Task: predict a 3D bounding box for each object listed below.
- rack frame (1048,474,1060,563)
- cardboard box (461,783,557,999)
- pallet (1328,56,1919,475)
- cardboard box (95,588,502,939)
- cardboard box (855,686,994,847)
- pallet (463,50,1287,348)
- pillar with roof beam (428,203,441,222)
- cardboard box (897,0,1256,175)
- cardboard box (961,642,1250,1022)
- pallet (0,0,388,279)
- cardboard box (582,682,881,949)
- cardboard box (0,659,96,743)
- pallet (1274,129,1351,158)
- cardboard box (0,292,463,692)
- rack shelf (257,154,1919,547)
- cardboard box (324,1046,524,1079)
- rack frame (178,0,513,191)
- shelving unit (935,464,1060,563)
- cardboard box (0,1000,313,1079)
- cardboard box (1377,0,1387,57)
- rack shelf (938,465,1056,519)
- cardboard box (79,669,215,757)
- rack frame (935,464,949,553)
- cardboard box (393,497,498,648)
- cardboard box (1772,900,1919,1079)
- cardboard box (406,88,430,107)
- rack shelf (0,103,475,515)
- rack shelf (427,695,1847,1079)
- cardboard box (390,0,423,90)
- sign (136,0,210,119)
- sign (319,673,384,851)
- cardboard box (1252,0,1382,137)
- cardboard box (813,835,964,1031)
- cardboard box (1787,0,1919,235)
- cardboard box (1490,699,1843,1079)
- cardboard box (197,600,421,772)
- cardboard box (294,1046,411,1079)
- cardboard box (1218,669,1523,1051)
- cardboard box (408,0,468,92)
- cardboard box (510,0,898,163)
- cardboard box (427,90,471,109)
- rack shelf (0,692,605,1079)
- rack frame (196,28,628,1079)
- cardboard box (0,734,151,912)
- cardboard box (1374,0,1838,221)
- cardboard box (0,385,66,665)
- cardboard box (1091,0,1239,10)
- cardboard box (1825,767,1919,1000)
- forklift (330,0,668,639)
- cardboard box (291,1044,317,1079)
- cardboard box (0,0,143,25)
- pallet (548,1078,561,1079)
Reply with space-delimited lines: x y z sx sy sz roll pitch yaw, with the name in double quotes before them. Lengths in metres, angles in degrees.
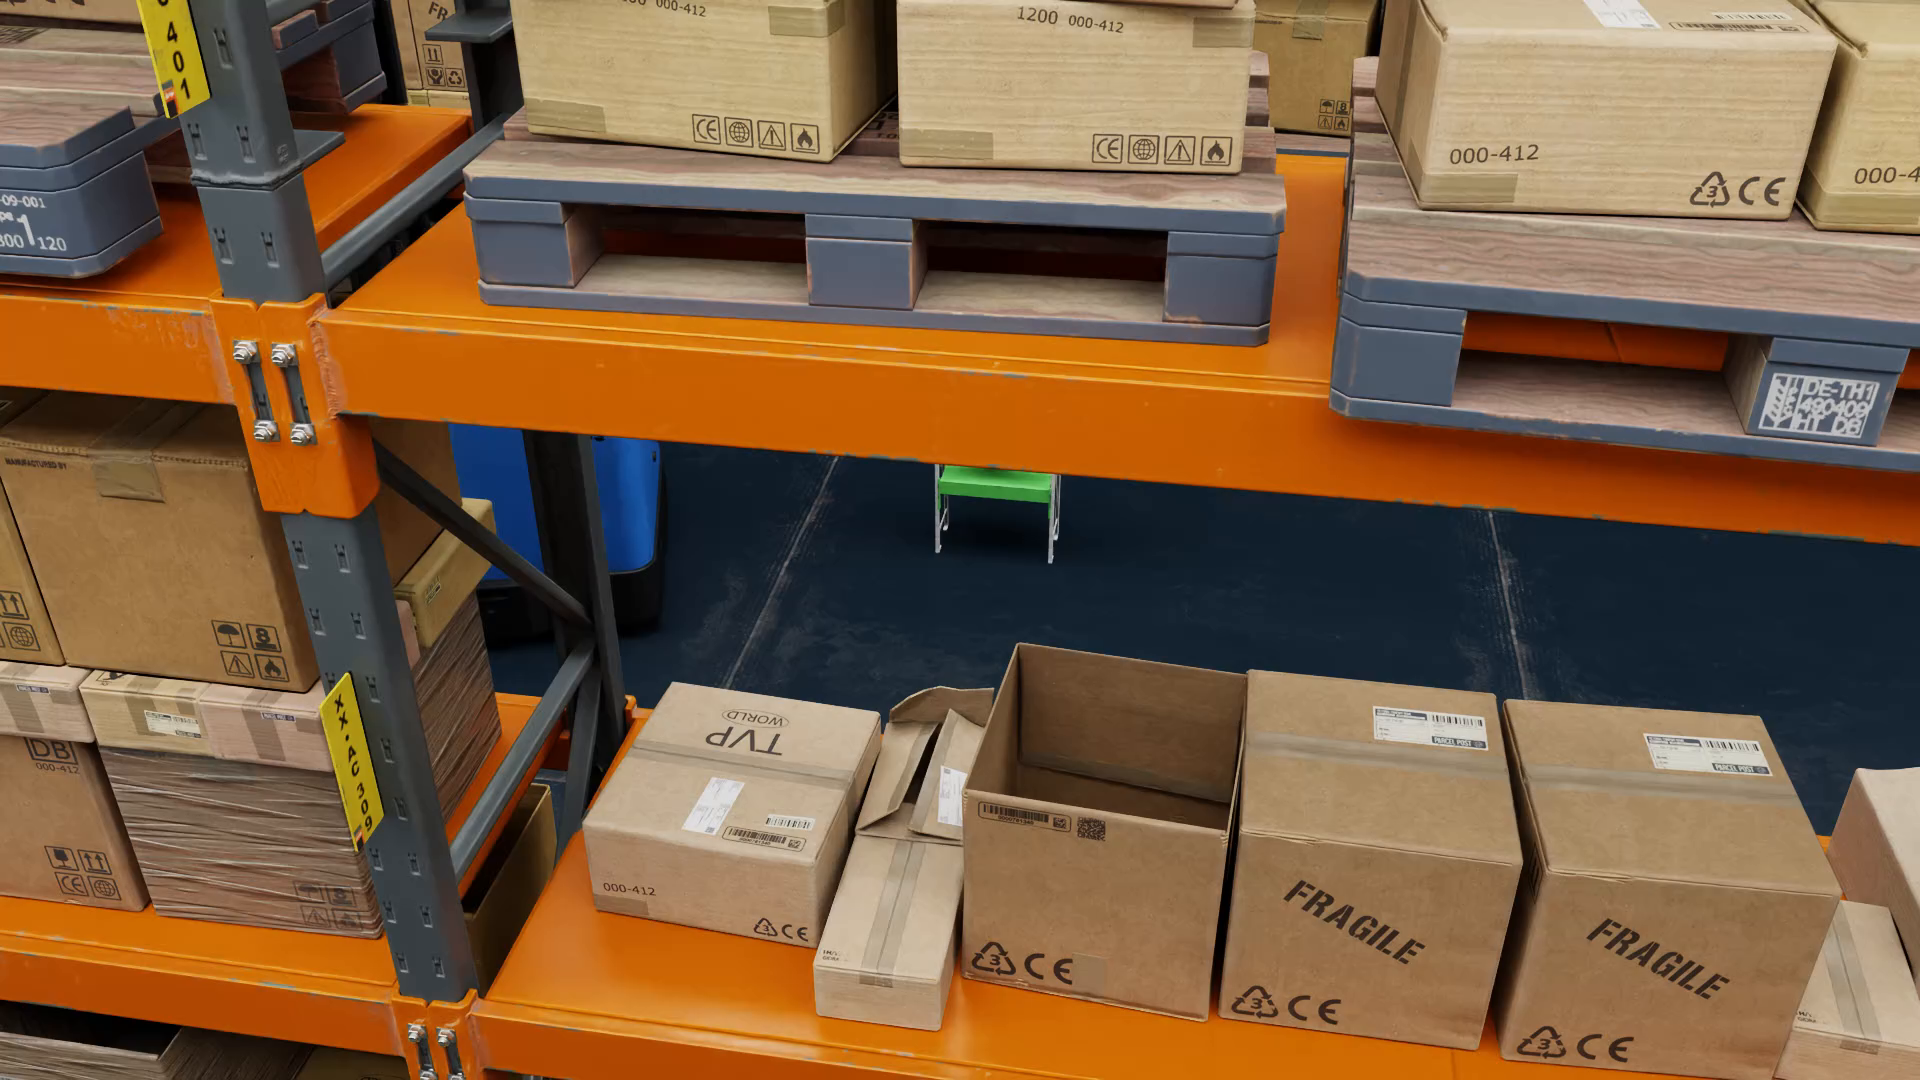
"rack frame" 0.404 -0.472 6.873 0.015 1.200 0.240 5 32 8
"cardboard box" -1.374 0.966 4.369 0.500 0.500 0.500 5 32 8
"pallet" 1.186 -0.445 2.485 1.213 0.211 1.003 7 33 10
"cardboard box" -1.408 0.422 3.654 0.500 0.500 0.700 4 32 7
"cardboard box" -0.072 0.541 3.686 0.258 0.266 0.396 4 32 7
"pallet" -0.098 -0.617 2.762 1.217 0.209 0.805 4 32 6
"pillar with roof beam" -3.972 -3.128 3.766 0.400 9.000 9.100 5 32 8
"cardboard box" 0.178 -0.777 2.583 0.500 0.250 0.500 2 32 3
"cardboard box" 0.304 0.583 3.397 0.500 0.500 0.500 7 33 12
"pallet" -1.815 -0.795 2.950 1.213 0.211 1.003 5 32 8
"cardboard box" -0.477 0.586 3.628 0.500 0.250 0.500 7 33 11
"cardboard box" -1.776 0.226 3.355 0.250 0.149 0.380 4 32 7
"pallet" 1.845 -1.807 7.490 1.213 0.211 1.003 5 32 8
"cardboard box" -1.408 -0.127 3.309 0.500 0.500 0.700 5 32 8
"rack shelf" 1.002 -0.287 2.732 4.000 0.370 1.077 5 32 8
"cardboard box" -1.376 1.289 4.560 0.500 0.250 0.500 5 32 8
"rack frame" -0.970 -2.042 2.030 0.127 3.000 1.000 5 32 8
"shelving unit" 0.163 -0.494 6.908 0.503 1.200 0.258 5 32 8
"cardboard box" -1.955 1.193 4.006 0.500 0.500 0.500 5 32 8
"cardboard box" 2.106 -2.098 7.266 0.500 0.500 0.700 5 32 8
"rack shelf" 0.163 -0.236 7.069 0.480 0.148 0.258 5 32 8
"cardboard box" -1.517 0.249 3.320 0.250 0.149 0.380 5 32 7
"rack frame" -0.077 -0.516 6.943 0.015 1.200 0.240 5 32 8
"cardboard box" -1.202 0.059 3.624 0.250 0.149 0.380 5 32 8
"cardboard box" 1.707 0.880 3.253 0.250 0.149 0.380 8 33 12
"cardboard box" -2.640 -2.095 7.892 0.500 0.250 0.500 5 32 7
"rack shelf" -2.941 -0.644 3.302 4.000 0.370 1.077 5 32 8
"rack shelf" 1.002 0.985 3.528 4.000 0.370 1.077 5 32 8
"cardboard box" -2.669 -2.411 7.691 0.500 0.500 0.500 4 32 7
"sign" -1.062 -0.733 2.204 0.005 0.325 0.100 5 32 8
"sign" -1.062 0.391 2.907 0.005 0.325 0.100 5 32 8
"cardboard box" 1.560 -2.159 7.364 0.500 0.500 0.700 10 33 15
"cardboard box" -0.131 0.794 3.392 0.250 0.149 0.380 5 32 8
"cardboard box" 1.435 -0.633 2.353 0.500 0.250 0.500 5 32 7
"cardboard box" 1.316 0.675 3.251 0.500 0.500 0.500 3 32 6
"cardboard box" -1.274 0.272 3.283 0.250 0.149 0.380 5 32 8
"cardboard box" -1.464 1.562 4.124 0.500 0.250 0.500 5 32 8
"cardboard box" 0.797 0.628 3.326 0.500 0.500 0.500 5 32 8
"cardboard box" -2.159 -2.371 7.627 0.500 0.500 0.500 6 33 10
"cardboard box" -0.364 -0.825 2.659 0.500 0.250 0.500 8 33 13
"cardboard box" -2.142 -2.049 7.818 0.500 0.250 0.500 5 32 9
"rack shelf" -2.941 0.628 4.098 4.000 0.370 1.077 5 32 8
"rack frame" -0.970 0.501 3.622 0.127 3.000 1.000 5 32 8
"cardboard box" -1.929 0.379 3.723 0.500 0.500 0.700 5 32 8
"cardboard box" 0.905 -0.682 2.431 0.500 0.250 0.500 3 32 4
"cardboard box" -1.907 -0.172 3.380 0.500 0.500 0.700 5 32 8
"cardboard box" 0.197 -1.088 2.373 0.500 0.500 0.500 8 33 13
"cardboard box" 2.124 0.715 3.365 0.500 0.311 0.500 5 32 8
"forklift" -2.752 -1.038 6.146 3.031 2.935 1.130 -4 32 -6
"cardboard box" -1.955 1.512 4.203 0.500 0.250 0.500 5 32 8
"cardboard box" -1.422 -1.233 2.943 0.500 0.500 0.500 8 33 12
"pallet" -1.747 1.590 4.510 1.213 0.211 1.003 5 32 8
